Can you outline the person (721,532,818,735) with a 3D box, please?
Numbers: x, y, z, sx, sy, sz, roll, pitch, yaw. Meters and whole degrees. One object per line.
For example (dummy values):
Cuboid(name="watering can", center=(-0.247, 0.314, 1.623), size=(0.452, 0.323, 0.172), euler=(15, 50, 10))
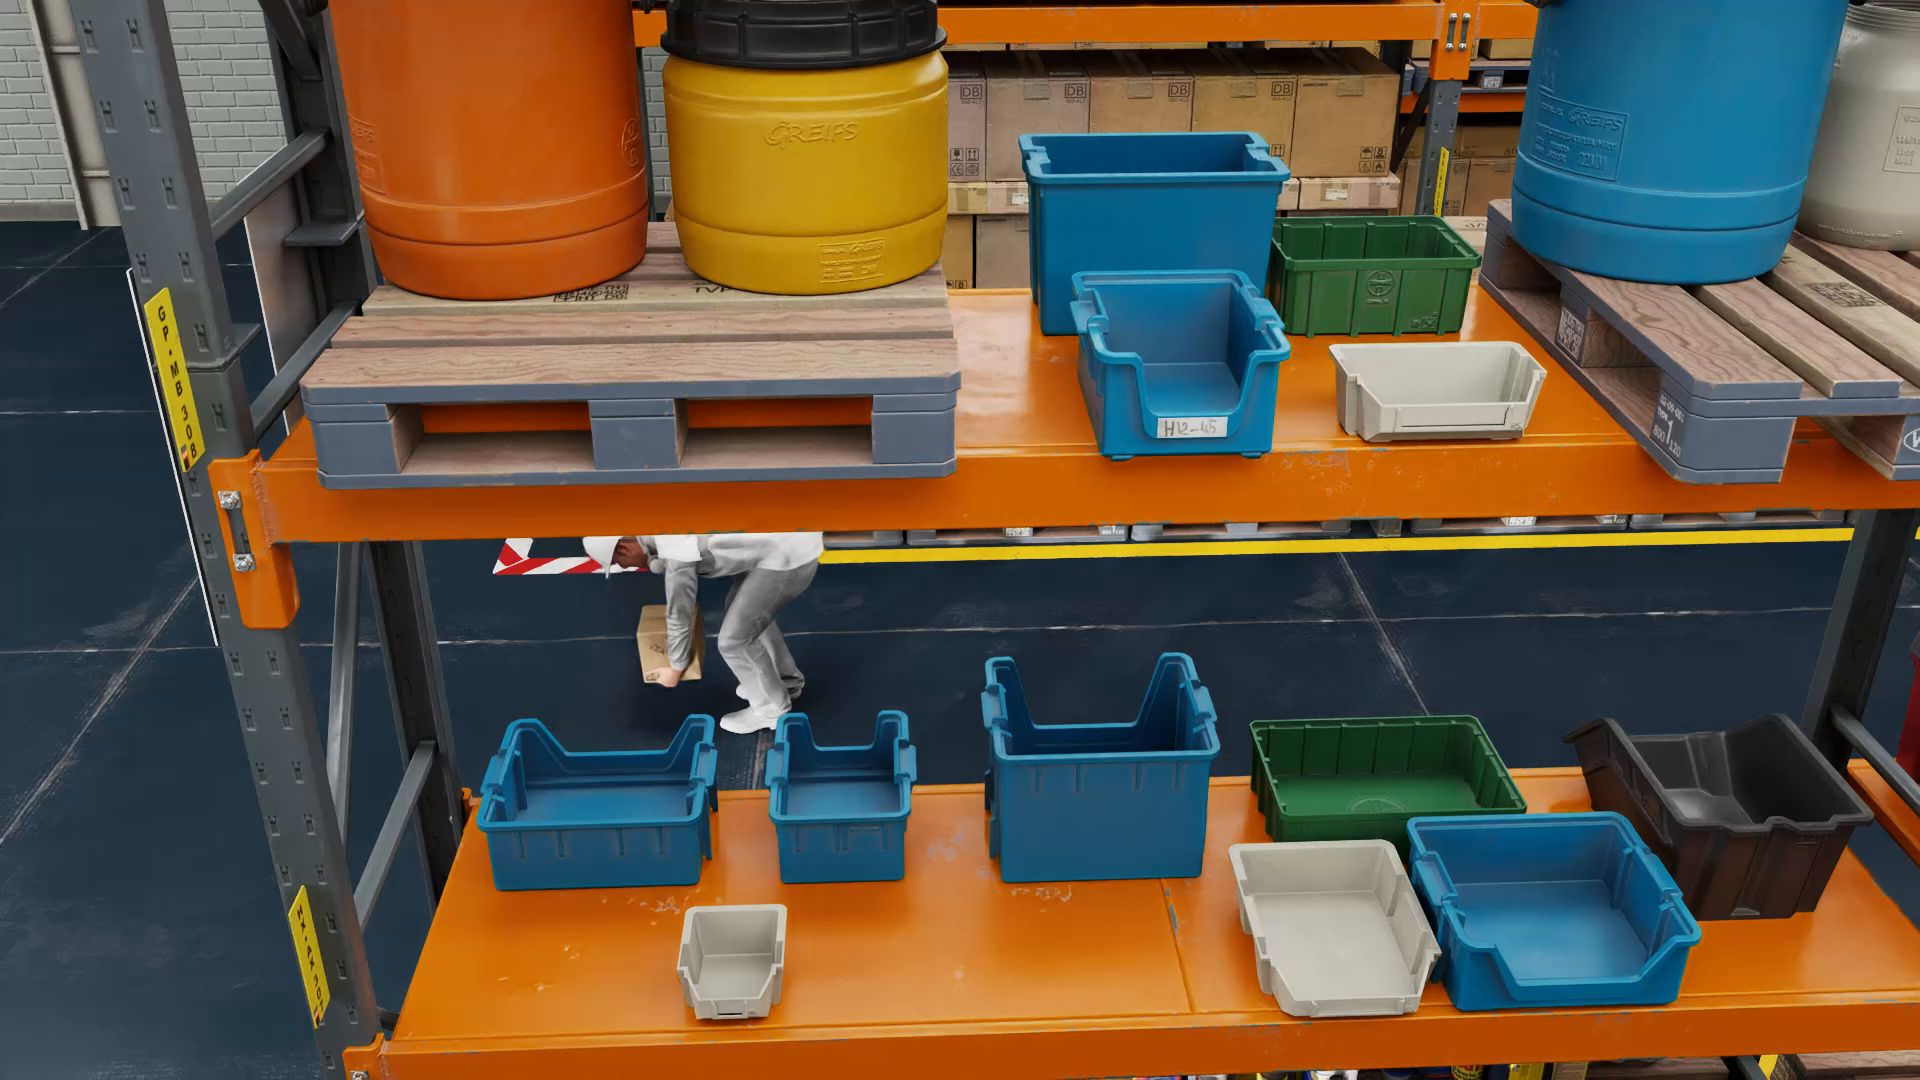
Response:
Cuboid(name="person", center=(-0.833, -0.001, 7.094), size=(0.476, 1.769, 0.579), euler=(-3, 27, -5))
